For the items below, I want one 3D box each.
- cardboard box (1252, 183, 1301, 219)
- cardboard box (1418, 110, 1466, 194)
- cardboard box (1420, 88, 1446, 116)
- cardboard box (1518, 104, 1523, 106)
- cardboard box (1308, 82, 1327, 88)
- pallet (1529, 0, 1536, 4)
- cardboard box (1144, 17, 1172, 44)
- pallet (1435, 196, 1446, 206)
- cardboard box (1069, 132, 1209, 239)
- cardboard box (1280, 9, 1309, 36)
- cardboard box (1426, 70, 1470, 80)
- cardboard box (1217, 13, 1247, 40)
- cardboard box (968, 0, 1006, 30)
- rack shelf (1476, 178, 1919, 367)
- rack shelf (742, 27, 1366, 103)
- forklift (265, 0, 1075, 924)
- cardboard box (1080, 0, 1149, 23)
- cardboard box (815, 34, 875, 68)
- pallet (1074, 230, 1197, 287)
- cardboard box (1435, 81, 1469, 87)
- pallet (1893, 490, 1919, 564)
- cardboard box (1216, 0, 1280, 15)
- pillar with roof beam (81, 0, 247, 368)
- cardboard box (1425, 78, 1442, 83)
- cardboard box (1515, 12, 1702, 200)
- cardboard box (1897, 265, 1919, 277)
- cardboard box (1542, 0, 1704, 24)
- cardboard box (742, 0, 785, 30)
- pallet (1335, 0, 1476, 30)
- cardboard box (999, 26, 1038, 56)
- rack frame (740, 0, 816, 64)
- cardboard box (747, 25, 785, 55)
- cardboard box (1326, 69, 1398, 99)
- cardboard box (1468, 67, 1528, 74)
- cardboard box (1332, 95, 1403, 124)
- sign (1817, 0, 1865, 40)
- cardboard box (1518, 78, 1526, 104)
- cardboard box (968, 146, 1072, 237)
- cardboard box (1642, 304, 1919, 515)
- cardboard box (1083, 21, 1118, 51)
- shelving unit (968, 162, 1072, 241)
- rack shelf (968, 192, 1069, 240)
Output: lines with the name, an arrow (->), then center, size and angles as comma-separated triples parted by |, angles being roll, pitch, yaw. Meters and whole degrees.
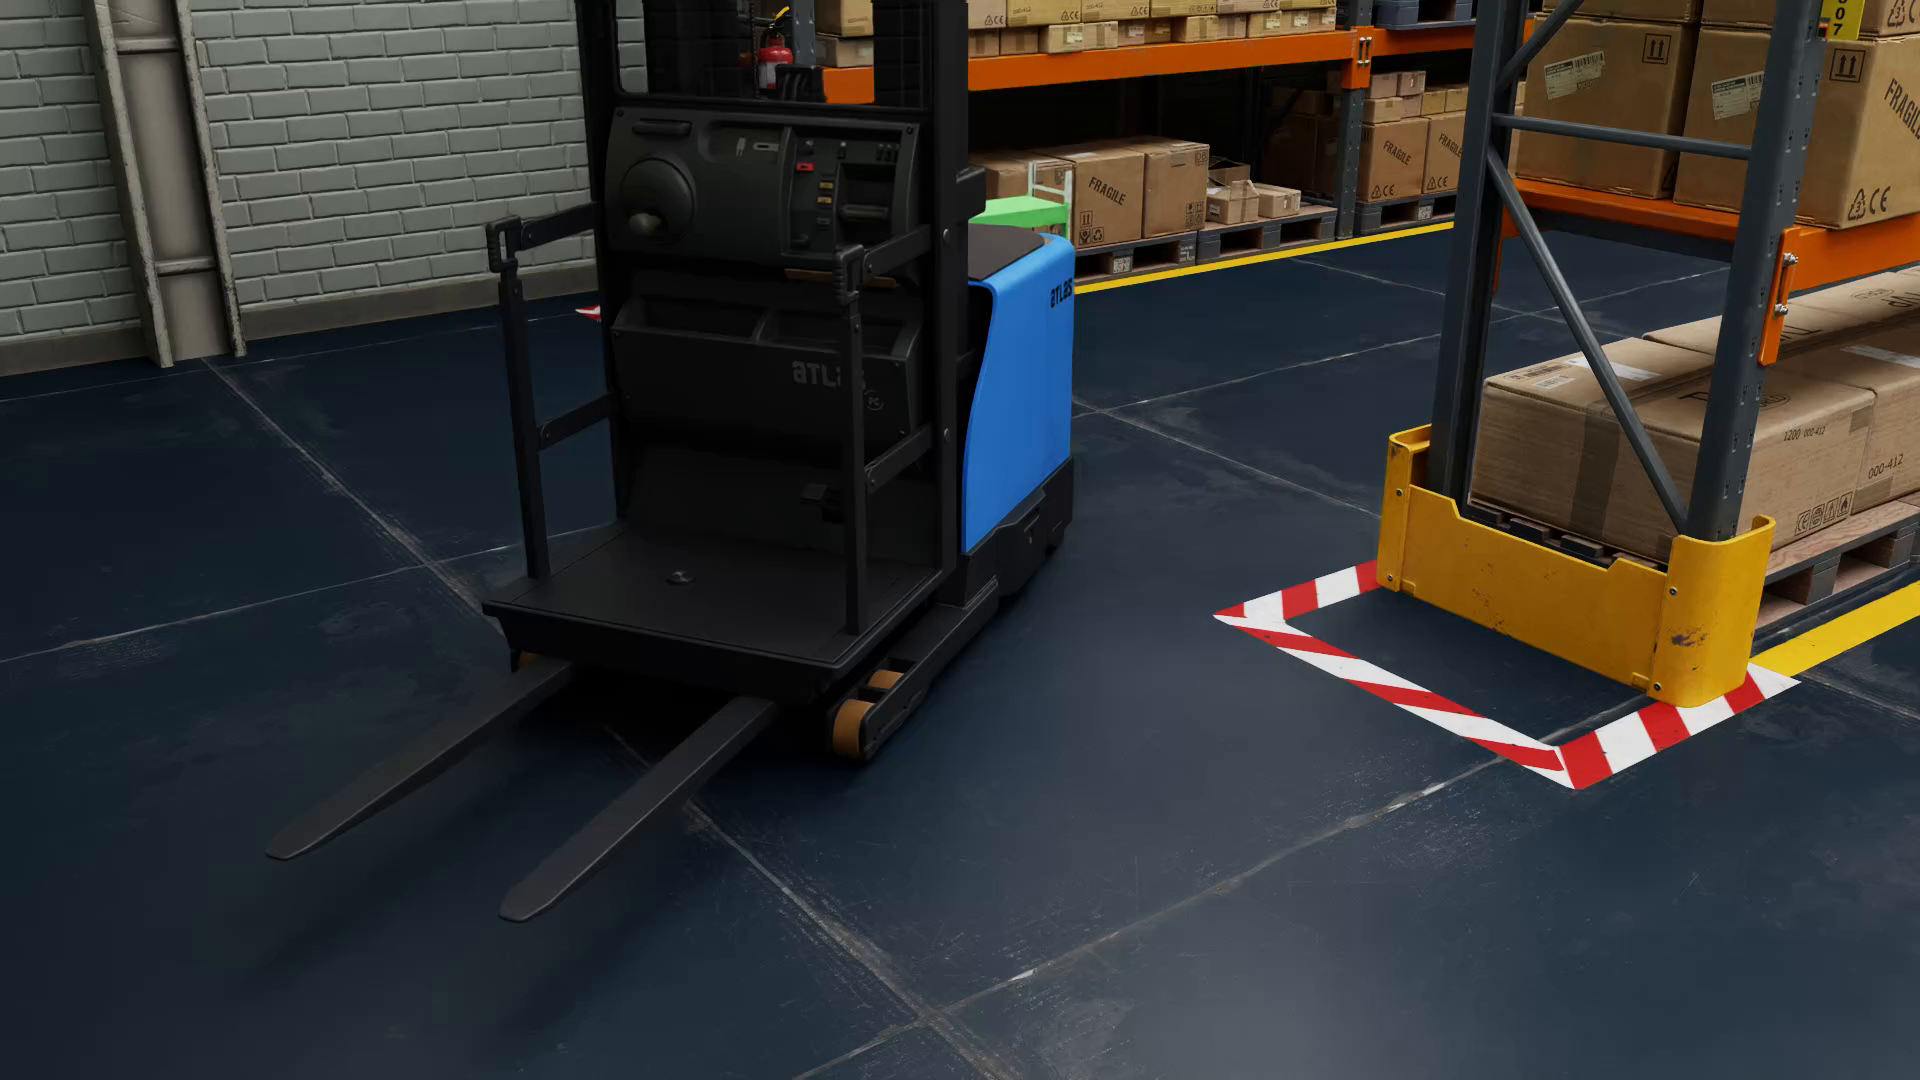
cardboard box -> 1.926, -2.147, 10.508 | 0.250, 0.149, 0.380 | -16, 27, -34
cardboard box -> 3.157, -2.674, 11.356 | 0.500, 0.500, 0.500 | -15, 26, -34
cardboard box -> 3.034, -2.960, 11.197 | 0.250, 0.149, 0.380 | -17, 27, -36
cardboard box -> 3.989, -2.891, 11.900 | 0.500, 0.500, 0.500 | -16, 27, -35
cardboard box -> 2.547, -3.045, 11.411 | 0.250, 0.149, 0.380 | -15, 26, -33
pallet -> 4.944, -4.093, 12.366 | 1.003, 0.211, 1.213 | -15, 26, -33
cardboard box -> 1.005, -2.962, 9.611 | 0.250, 0.149, 0.380 | -14, 26, -32
pallet -> 3.836, -2.642, 12.234 | 1.213, 0.211, 1.003 | -15, 26, -33
cardboard box -> 1.070, -2.155, 10.055 | 0.500, 0.500, 0.700 | -16, 27, -35
cardboard box -> 1.896, -3.160, 10.107 | 0.250, 0.149, 0.380 | -14, 26, -31
cardboard box -> 3.585, -3.325, 12.112 | 0.250, 0.149, 0.380 | -16, 27, -35
cardboard box -> 1.471, -3.048, 9.826 | 0.250, 0.149, 0.380 | -14, 26, -31
cardboard box -> -0.106, -2.814, 8.701 | 0.500, 0.250, 0.500 | -15, 26, -32
rack shelf -> 3.485, -1.225, 5.890 | 4.000, 0.370, 1.077 | -15, 26, -33
rack shelf -> 0.583, -2.718, 9.630 | 4.000, 0.370, 1.077 | -15, 26, -33
forklift -> -0.626, -0.949, 4.319 | 1.130, 2.935, 3.031 | 9, 23, 20
cardboard box -> 0.706, -3.041, 9.272 | 0.500, 0.250, 0.500 | -16, 27, -34
cardboard box -> -0.614, -2.491, 8.430 | 0.250, 0.149, 0.380 | -15, 26, -33
pallet -> 0.657, -1.775, 10.061 | 1.213, 0.211, 1.003 | -15, 26, -33
cardboard box -> 3.473, -3.066, 11.463 | 0.250, 0.149, 0.380 | -15, 26, -33
pallet -> 3.454, -0.290, 6.339 | 1.213, 0.211, 1.003 | -15, 26, -33
cardboard box -> 1.537, -3.257, 9.811 | 0.500, 0.250, 0.500 | -15, 26, -33
pillar with roof beam -> -1.242, -3.798, 3.271 | 0.400, 9.000, 9.100 | -15, 26, -33
cardboard box -> 3.187, -3.207, 11.816 | 0.250, 0.149, 0.380 | -14, 26, -31
cardboard box -> 2.098, -1.357, 5.114 | 0.500, 0.500, 0.500 | -15, 26, -33
cardboard box -> 4.536, -0.894, 6.979 | 0.875, 0.438, 0.875 | -15, 26, -34
cardboard box -> 2.114, -1.813, 4.909 | 0.500, 0.500, 0.500 | -14, 26, -31
cardboard box -> -0.822, -2.867, 8.834 | 0.500, 0.250, 0.500 | -14, 26, -31
pallet -> 2.919, -3.536, 10.968 | 1.213, 0.211, 1.003 | -15, 26, -33
cardboard box -> 0.212, -2.722, 9.011 | 0.250, 0.149, 0.380 | -14, 26, -32
rack frame -> -1.041, -2.619, 8.412 | 0.127, 3.000, 1.000 | -15, 26, -33
cardboard box -> -0.928, -2.655, 8.841 | 0.250, 0.149, 0.380 | -15, 26, -33
cardboard box -> 2.617, -2.974, 10.831 | 0.250, 0.149, 0.380 | -15, 26, -34
cardboard box -> 4.003, -3.437, 12.394 | 0.250, 0.149, 0.380 | -16, 27, -34
cardboard box -> 2.653, -2.818, 10.841 | 0.250, 0.149, 0.380 | -14, 25, -30
sign -> 2.180, -1.397, 4.075 | 0.005, 0.325, 0.100 | -15, 26, -33
cardboard box -> 3.878, -3.186, 11.765 | 0.250, 0.149, 0.380 | -15, 26, -33
cardboard box -> 0.228, -1.930, 9.492 | 0.500, 0.500, 0.700 | -14, 26, -31
cardboard box -> 3.077, -0.505, 6.005 | 0.875, 0.438, 0.875 | -14, 26, -31
cardboard box -> 0.663, -2.818, 9.249 | 0.250, 0.149, 0.380 | -14, 26, -32
shelving unit -> 0.128, -0.755, 6.170 | 0.503, 1.200, 0.258 | -14, 26, -32
rack shelf -> 0.128, -1.142, 6.016 | 0.480, 0.148, 0.258 | -14, 26, -32
